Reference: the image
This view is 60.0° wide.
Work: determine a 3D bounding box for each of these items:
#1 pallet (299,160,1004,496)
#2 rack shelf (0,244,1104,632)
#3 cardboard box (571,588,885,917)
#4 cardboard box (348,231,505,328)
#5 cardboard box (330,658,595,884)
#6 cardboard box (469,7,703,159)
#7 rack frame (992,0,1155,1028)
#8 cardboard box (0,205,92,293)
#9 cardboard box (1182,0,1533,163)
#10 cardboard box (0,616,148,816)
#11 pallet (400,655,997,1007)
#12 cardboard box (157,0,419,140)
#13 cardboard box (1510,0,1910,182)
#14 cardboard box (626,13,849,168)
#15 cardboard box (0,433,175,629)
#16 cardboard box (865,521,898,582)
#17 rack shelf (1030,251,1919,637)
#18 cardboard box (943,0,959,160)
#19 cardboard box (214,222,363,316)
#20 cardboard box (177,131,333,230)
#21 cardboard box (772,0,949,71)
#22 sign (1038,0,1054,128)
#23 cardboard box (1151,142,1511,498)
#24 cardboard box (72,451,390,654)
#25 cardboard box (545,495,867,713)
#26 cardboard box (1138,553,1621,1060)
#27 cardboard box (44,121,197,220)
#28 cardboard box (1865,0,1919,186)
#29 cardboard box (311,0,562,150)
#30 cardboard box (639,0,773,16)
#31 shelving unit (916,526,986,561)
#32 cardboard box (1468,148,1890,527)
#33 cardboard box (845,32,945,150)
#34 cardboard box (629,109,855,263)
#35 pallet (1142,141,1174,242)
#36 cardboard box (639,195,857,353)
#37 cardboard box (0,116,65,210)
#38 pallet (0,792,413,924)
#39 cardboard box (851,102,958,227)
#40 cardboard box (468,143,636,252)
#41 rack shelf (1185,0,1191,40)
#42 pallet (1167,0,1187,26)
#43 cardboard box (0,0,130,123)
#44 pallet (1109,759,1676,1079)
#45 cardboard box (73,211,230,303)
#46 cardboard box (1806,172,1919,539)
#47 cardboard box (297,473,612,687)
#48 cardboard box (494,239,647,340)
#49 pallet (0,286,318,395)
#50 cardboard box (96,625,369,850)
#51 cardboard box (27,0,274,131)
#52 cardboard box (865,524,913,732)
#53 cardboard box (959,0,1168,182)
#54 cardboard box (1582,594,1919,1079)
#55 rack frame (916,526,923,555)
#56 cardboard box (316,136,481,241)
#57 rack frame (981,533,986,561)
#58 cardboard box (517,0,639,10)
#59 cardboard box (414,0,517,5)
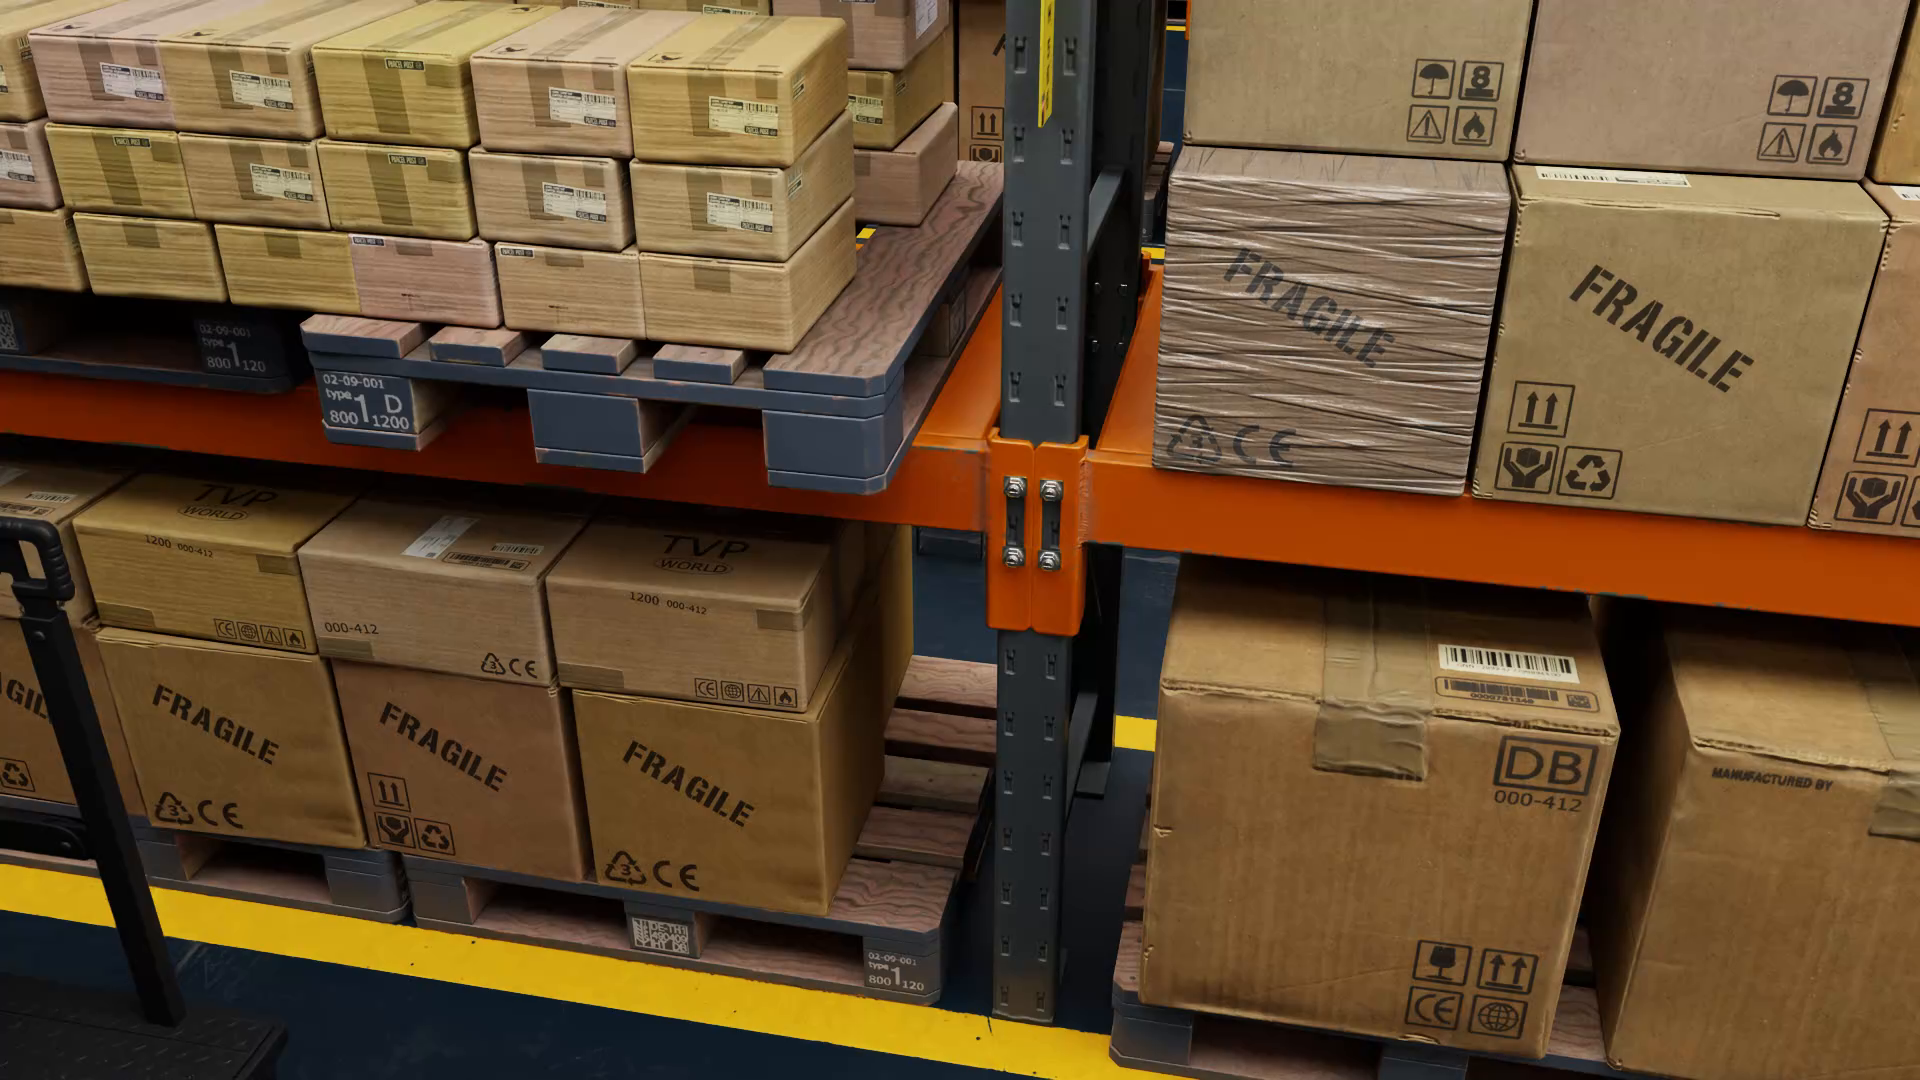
[{"bbox_3d":[-0.487,-0.491,3.223,1.003,0.211,1.213,6,29,11],"label":"pallet"},{"bbox_3d":[-1.724,-0.439,3.677,4.000,0.370,1.077,6,29,11],"label":"rack shelf"},{"bbox_3d":[-0.466,0.415,3.534,0.500,0.500,0.500,6,29,10],"label":"cardboard box"},{"bbox_3d":[-0.841,-0.513,2.888,0.250,0.149,0.380,6,29,11],"label":"cardboard box"},{"bbox_3d":[-0.973,0.361,3.632,0.500,0.500,0.500,7,29,13],"label":"cardboard box"},{"bbox_3d":[-0.588,-0.749,2.699,0.250,0.149,0.380,6,29,10],"label":"cardboard box"},{"bbox_3d":[0.232,-0.554,3.138,0.127,3.000,1.000,6,29,11],"label":"rack frame"},{"bbox_3d":[-1.600,-0.593,3.033,0.250,0.149,0.380,7,29,12],"label":"cardboard box"},{"bbox_3d":[0.669,-0.987,2.783,0.500,0.500,0.700,6,29,10],"label":"cardboard box"},{"bbox_3d":[-1.980,0.254,3.828,0.500,0.500,0.500,6,29,11],"label":"cardboard box"},{"bbox_3d":[-0.532,0.590,3.952,1.213,0.211,1.003,6,29,11],"label":"pallet"},{"bbox_3d":[-1.106,-0.800,2.793,0.250,0.149,0.380,7,29,12],"label":"cardboard box"},{"bbox_3d":[1.164,-0.937,2.692,0.500,0.500,0.700,5,29,10],"label":"cardboard box"},{"bbox_3d":[-0.343,-0.723,2.651,0.250,0.149,0.380,5,29,9],"label":"cardboard box"},{"bbox_3d":[-1.993,-0.068,3.636,0.500,0.250,0.500,7,29,12],"label":"cardboard box"},{"bbox_3d":[-0.392,-0.154,3.792,0.500,0.250,0.500,5,29,8],"label":"cardboard box"},{"bbox_3d":[2.188,-0.038,2.945,4.000,0.370,1.077,6,29,11],"label":"rack shelf"},{"bbox_3d":[-0.363,-2.341,8.177,0.875,0.875,0.875,6,29,11],"label":"cardboard box"},{"bbox_3d":[-1.084,-0.540,2.936,0.250,0.149,0.380,5,29,10],"label":"cardboard box"},{"bbox_3d":[-1.110,-0.671,2.866,0.250,0.149,0.380,6,29,11],"label":"cardboard box"},{"bbox_3d":[-0.184,-1.027,3.207,0.250,0.149,0.380,6,29,11],"label":"cardboard box"},{"bbox_3d":[0.128,-0.771,2.412,0.005,0.325,0.100,6,29,11],"label":"sign"},{"bbox_3d":[0.615,-0.426,2.800,0.500,0.500,0.500,6,29,11],"label":"cardboard box"},{"bbox_3d":[-1.482,-0.020,3.548,0.500,0.250,0.500,7,29,12],"label":"cardboard box"},{"bbox_3d":[-0.492,0.084,3.358,0.500,0.250,0.500,5,29,9],"label":"cardboard box"},{"bbox_3d":[0.809,0.352,3.389,0.750,0.750,1.050,5,29,10],"label":"cardboard box"},{"bbox_3d":[-1.353,-0.697,2.913,0.250,0.149,0.380,6,29,10],"label":"cardboard box"},{"bbox_3d":[1.666,-0.886,2.600,0.500,0.500,0.700,5,29,10],"label":"cardboard box"},{"bbox_3d":[-0.844,-0.775,2.747,0.250,0.149,0.380,7,29,12],"label":"cardboard box"},{"bbox_3d":[-0.443,-1.052,3.253,0.250,0.149,0.380,5,29,9],"label":"cardboard box"},{"bbox_3d":[-0.008,-0.396,5.035,0.210,0.900,0.258,6,29,11],"label":"shelving unit"},{"bbox_3d":[1.112,-0.376,2.710,0.500,0.500,0.500,6,29,10],"label":"cardboard box"},{"bbox_3d":[-0.199,-0.901,3.287,0.250,0.149,0.380,7,30,13],"label":"cardboard box"},{"bbox_3d":[-0.346,-0.594,2.726,0.250,0.149,0.380,6,29,12],"label":"cardboard box"},{"bbox_3d":[0.412,-1.780,8.282,1.213,0.211,1.003,6,29,11],"label":"pallet"},{"bbox_3d":[-0.347,-0.462,2.794,0.250,0.149,0.380,6,29,11],"label":"cardboard box"},{"bbox_3d":[-1.608,-0.722,2.961,0.250,0.149,0.380,7,29,12],"label":"cardboard box"},{"bbox_3d":[-1.721,0.467,4.178,1.213,0.211,1.003,6,29,11],"label":"pallet"},{"bbox_3d":[-0.164,-0.768,3.353,0.250,0.149,0.380,5,29,10],"label":"cardboard box"},{"bbox_3d":[-0.608,-0.620,2.774,0.250,0.149,0.380,7,29,12],"label":"cardboard box"},{"bbox_3d":[-0.789,-2.774,7.942,4.000,0.370,1.077,6,29,11],"label":"rack shelf"},{"bbox_3d":[1.477,-4.090,12.500,1.213,0.211,1.003,6,29,11],"label":"pallet"},{"bbox_3d":[-1.607,-0.853,2.890,0.250,0.149,0.380,7,30,13],"label":"cardboard box"},{"bbox_3d":[0.987,0.784,3.599,1.213,0.211,1.003,6,29,11],"label":"pallet"},{"bbox_3d":[-1.347,-0.566,2.984,0.250,0.149,0.380,5,29,8],"label":"cardboard box"},{"bbox_3d":[1.606,-0.326,2.617,0.500,0.500,0.500,6,29,11],"label":"cardboard box"},{"bbox_3d":[-0.988,0.038,3.441,0.500,0.250,0.500,6,29,11],"label":"cardboard box"},{"bbox_3d":[-0.589,-0.487,2.841,0.250,0.149,0.380,6,29,10],"label":"cardboard box"},{"bbox_3d":[-1.713,-0.649,3.512,1.213,0.211,1.003,6,29,11],"label":"pallet"},{"bbox_3d":[-1.494,0.316,3.715,0.500,0.500,0.500,5,29,8],"label":"cardboard box"},{"bbox_3d":[-1.341,-0.827,2.842,0.250,0.149,0.380,6,29,11],"label":"cardboard box"},{"bbox_3d":[-0.407,0.168,3.986,0.500,0.500,0.500,5,29,8],"label":"cardboard box"},{"bbox_3d":[0.509,-2.249,8.010,0.875,0.875,0.875,6,29,10],"label":"cardboard box"},{"bbox_3d":[1.664,0.438,3.232,0.750,0.750,1.050,6,29,11],"label":"cardboard box"},{"bbox_3d":[-0.107,-0.406,5.054,0.006,0.900,0.240,6,29,11],"label":"rack frame"},{"bbox_3d":[-0.866,-0.645,2.820,0.250,0.149,0.380,7,29,12],"label":"cardboard box"},{"bbox_3d":[0.091,-0.385,5.017,0.006,0.900,0.240,6,29,11],"label":"rack frame"},{"bbox_3d":[-0.682,-1.079,3.301,0.250,0.149,0.380,6,29,10],"label":"cardboard box"},{"bbox_3d":[-0.941,-1.105,3.350,0.250,0.149,0.380,5,29,8],"label":"cardboard box"}]
